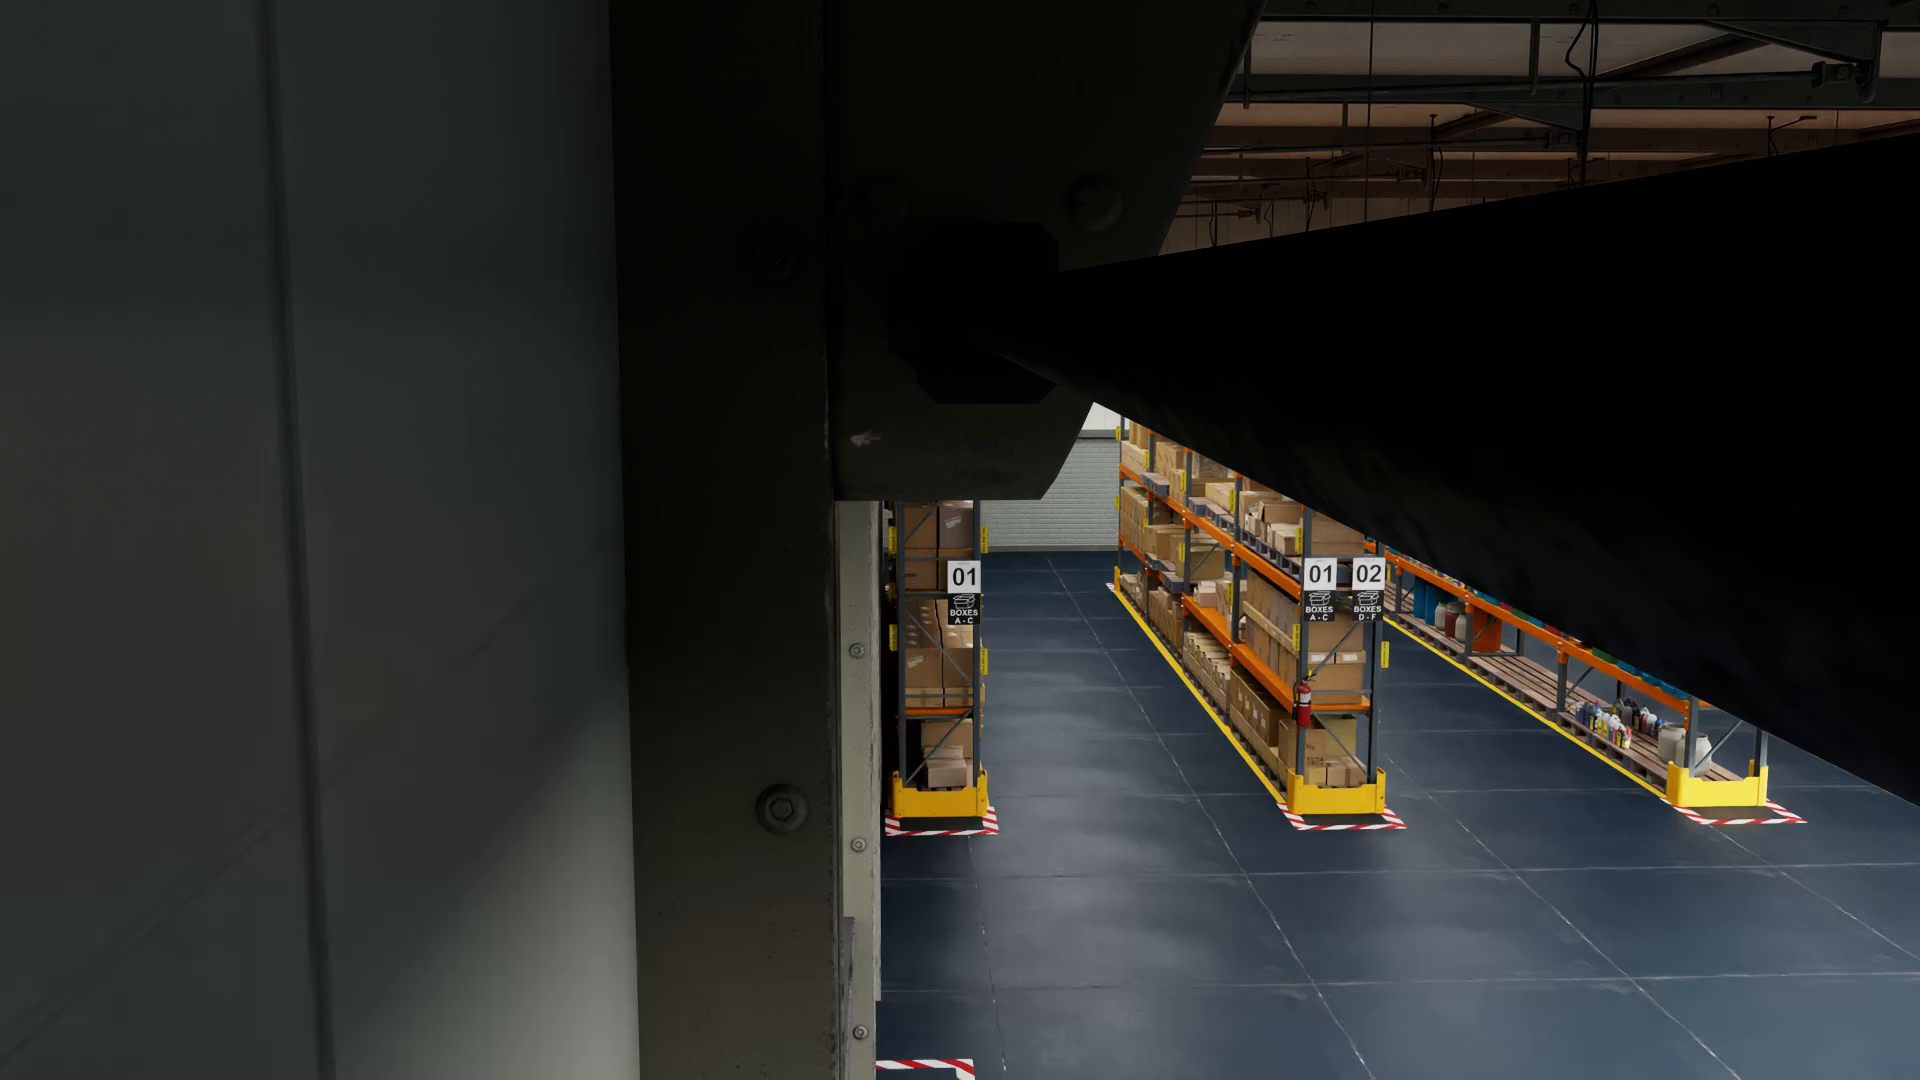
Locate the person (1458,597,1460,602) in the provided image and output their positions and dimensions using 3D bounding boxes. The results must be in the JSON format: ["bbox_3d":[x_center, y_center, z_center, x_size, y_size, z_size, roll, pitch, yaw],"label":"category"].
[{"bbox_3d":[10.387,0.562,34.661,0.416,1.563,0.768,-1,8,-6],"label":"person"}]
